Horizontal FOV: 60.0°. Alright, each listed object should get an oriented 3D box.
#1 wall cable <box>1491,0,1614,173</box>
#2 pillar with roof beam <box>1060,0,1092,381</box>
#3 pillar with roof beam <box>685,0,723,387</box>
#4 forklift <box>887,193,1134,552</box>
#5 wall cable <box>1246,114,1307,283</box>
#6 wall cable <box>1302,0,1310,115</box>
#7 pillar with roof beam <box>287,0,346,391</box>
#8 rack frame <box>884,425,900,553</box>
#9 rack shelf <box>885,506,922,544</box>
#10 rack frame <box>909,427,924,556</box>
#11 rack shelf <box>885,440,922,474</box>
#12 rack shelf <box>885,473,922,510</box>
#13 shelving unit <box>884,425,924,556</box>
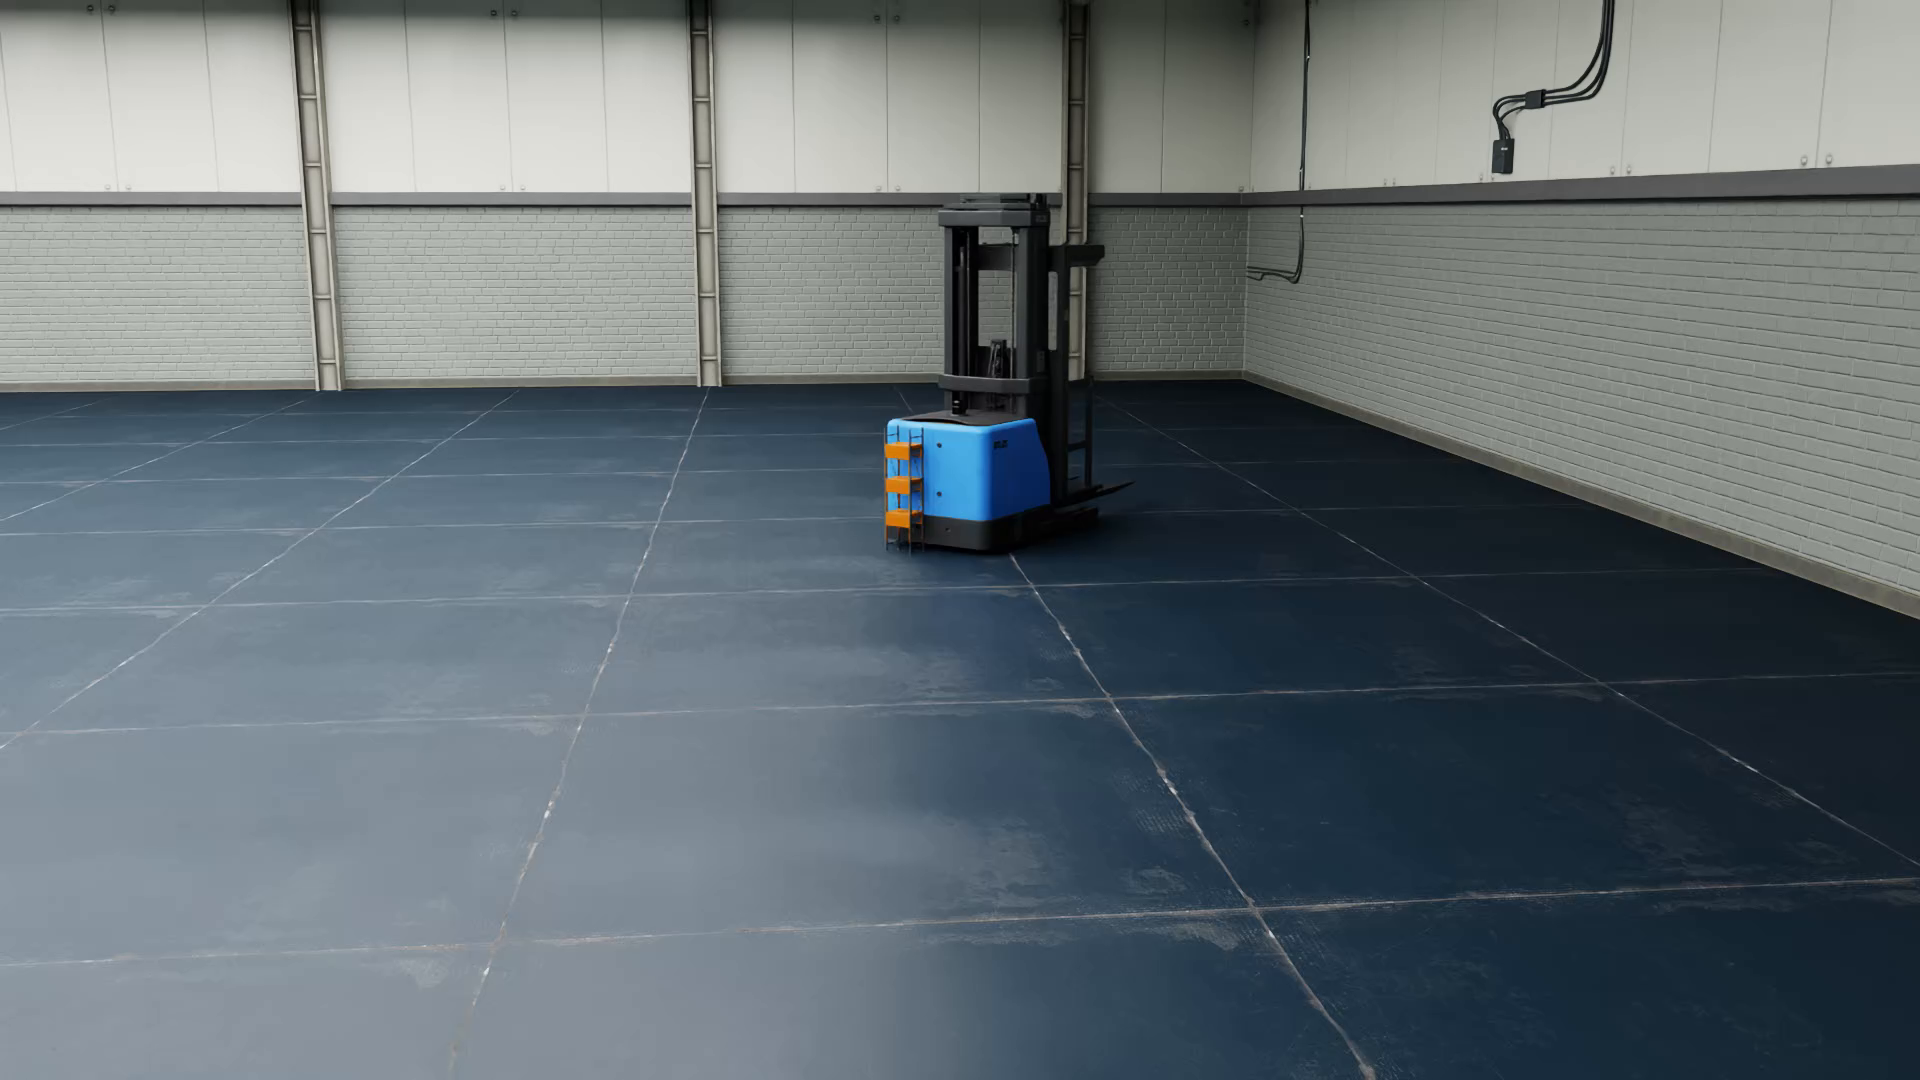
[{"bbox_3d":[5.952,-6.725,16.430,0.169,6.003,2.305,-1,11,-6],"label":"wall cable"},{"bbox_3d":[2.336,-6.244,22.799,0.548,9.000,9.100,-1,11,-6],"label":"pillar with roof beam"},{"bbox_3d":[-3.629,-6.119,22.163,0.548,9.000,9.100,-1,11,-6],"label":"pillar with roof beam"},{"bbox_3d":[0.593,-1.578,14.794,1.130,2.935,3.031,7,13,32],"label":"forklift"},{"bbox_3d":[4.943,-5.353,26.320,0.112,2.526,3.097,-1,11,-6],"label":"wall cable"},{"bbox_3d":[5.235,-7.313,23.194,0.112,2.526,3.097,-1,11,-6],"label":"wall cable"},{"bbox_3d":[-9.594,-5.994,21.527,0.400,9.000,9.100,-1,11,-6],"label":"pillar with roof beam"},{"bbox_3d":[-0.562,-0.422,13.792,0.008,1.050,0.200,7,13,32],"label":"rack frame"},{"bbox_3d":[-0.459,-0.126,13.784,0.240,0.259,0.215,7,13,32],"label":"rack shelf"},{"bbox_3d":[-0.356,-0.397,13.663,0.008,1.050,0.200,7,13,32],"label":"rack frame"},{"bbox_3d":[-0.459,-0.677,13.675,0.240,0.259,0.215,7,13,32],"label":"rack shelf"},{"bbox_3d":[-0.459,-0.399,13.730,0.240,0.259,0.215,7,13,32],"label":"rack shelf"},{"bbox_3d":[-0.459,-0.409,13.728,0.252,1.050,0.215,7,13,32],"label":"shelving unit"}]
